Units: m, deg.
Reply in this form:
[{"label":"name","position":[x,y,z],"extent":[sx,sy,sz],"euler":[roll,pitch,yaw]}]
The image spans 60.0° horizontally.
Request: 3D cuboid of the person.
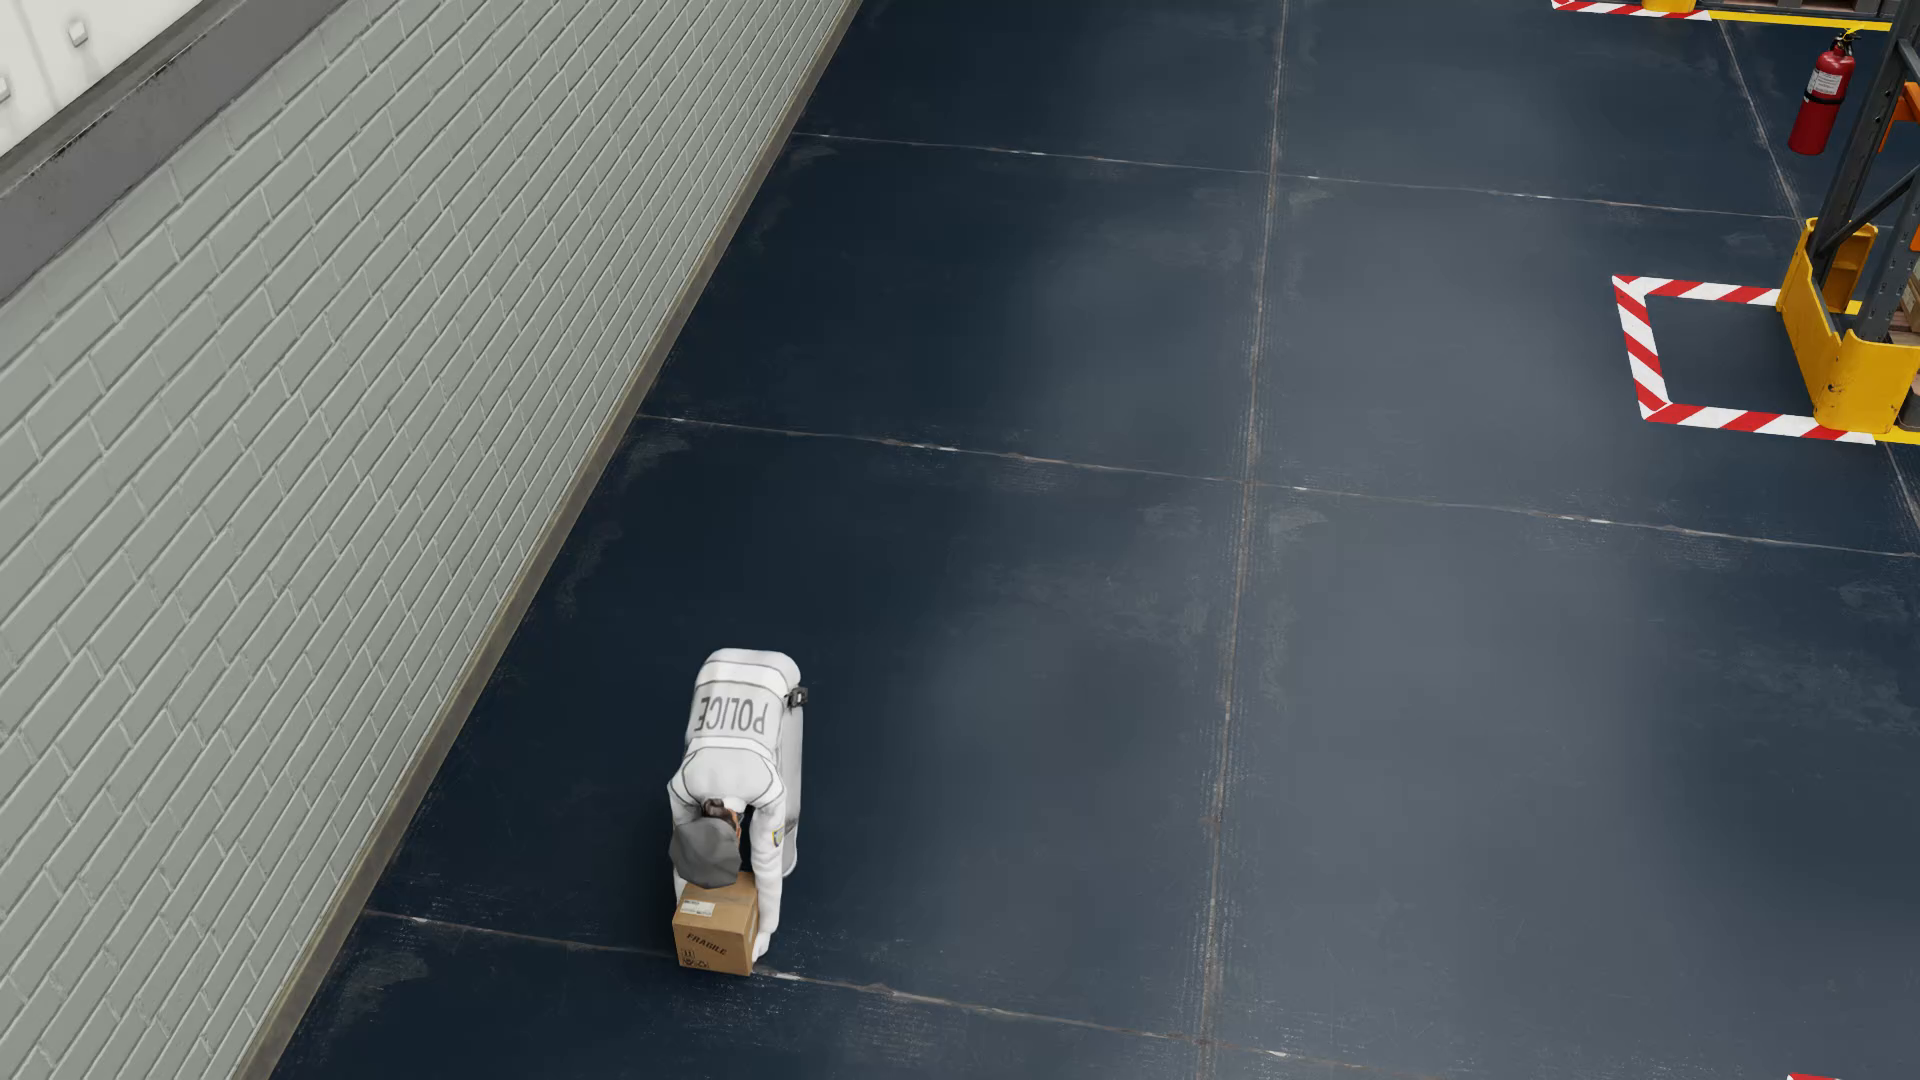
[{"label":"person","position":[-0.774,0.906,5.779],"extent":[0.454,0.823,0.897],"euler":[5,41,6]}]
